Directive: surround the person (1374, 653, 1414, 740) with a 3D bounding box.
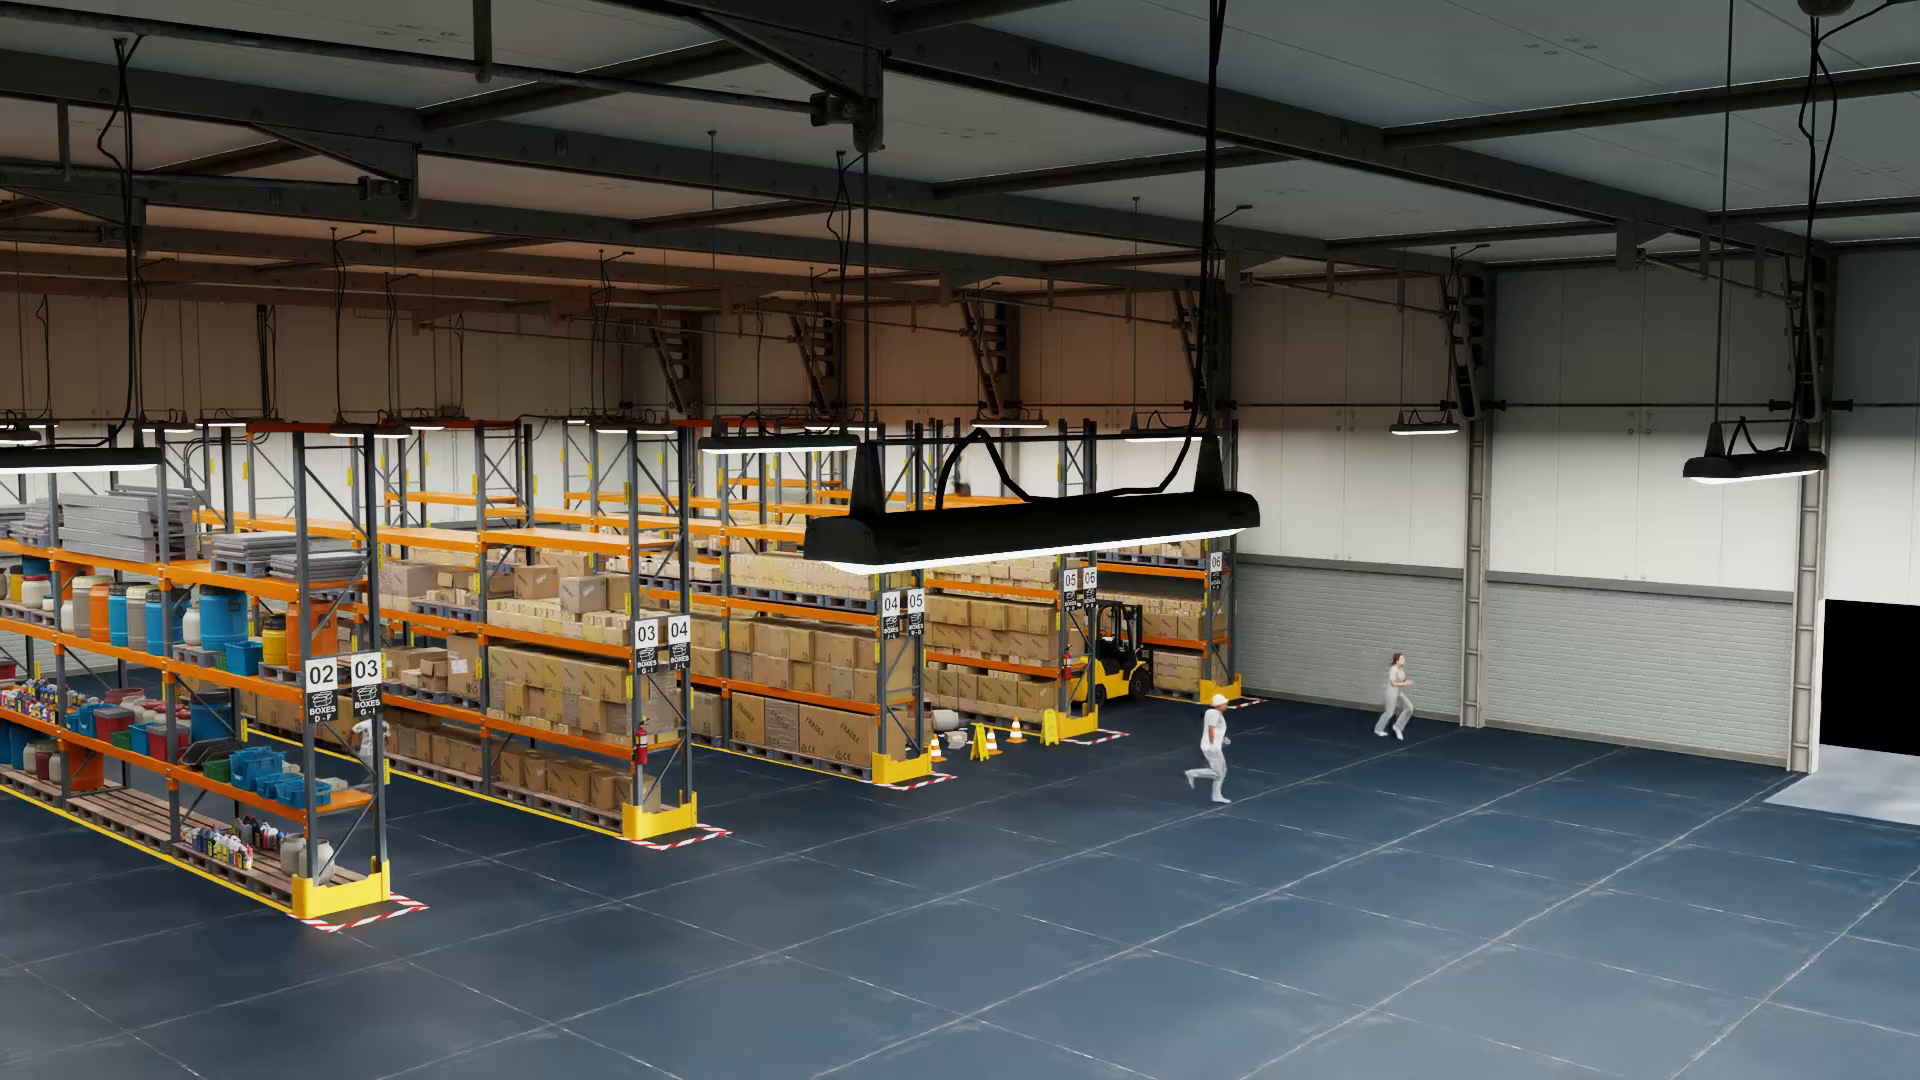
[{"bbox_3d":[8.188,2.934,31.356,0.795,1.652,0.590,4,6,38],"label":"person"}]

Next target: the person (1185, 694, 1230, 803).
[{"bbox_3d":[3.953,3.323,26.478,0.730,1.742,0.714,0,5,2],"label":"person"}]

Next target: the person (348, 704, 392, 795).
[{"bbox_3d":[-9.183,3.382,26.071,0.654,1.645,0.616,4,6,38],"label":"person"}]
